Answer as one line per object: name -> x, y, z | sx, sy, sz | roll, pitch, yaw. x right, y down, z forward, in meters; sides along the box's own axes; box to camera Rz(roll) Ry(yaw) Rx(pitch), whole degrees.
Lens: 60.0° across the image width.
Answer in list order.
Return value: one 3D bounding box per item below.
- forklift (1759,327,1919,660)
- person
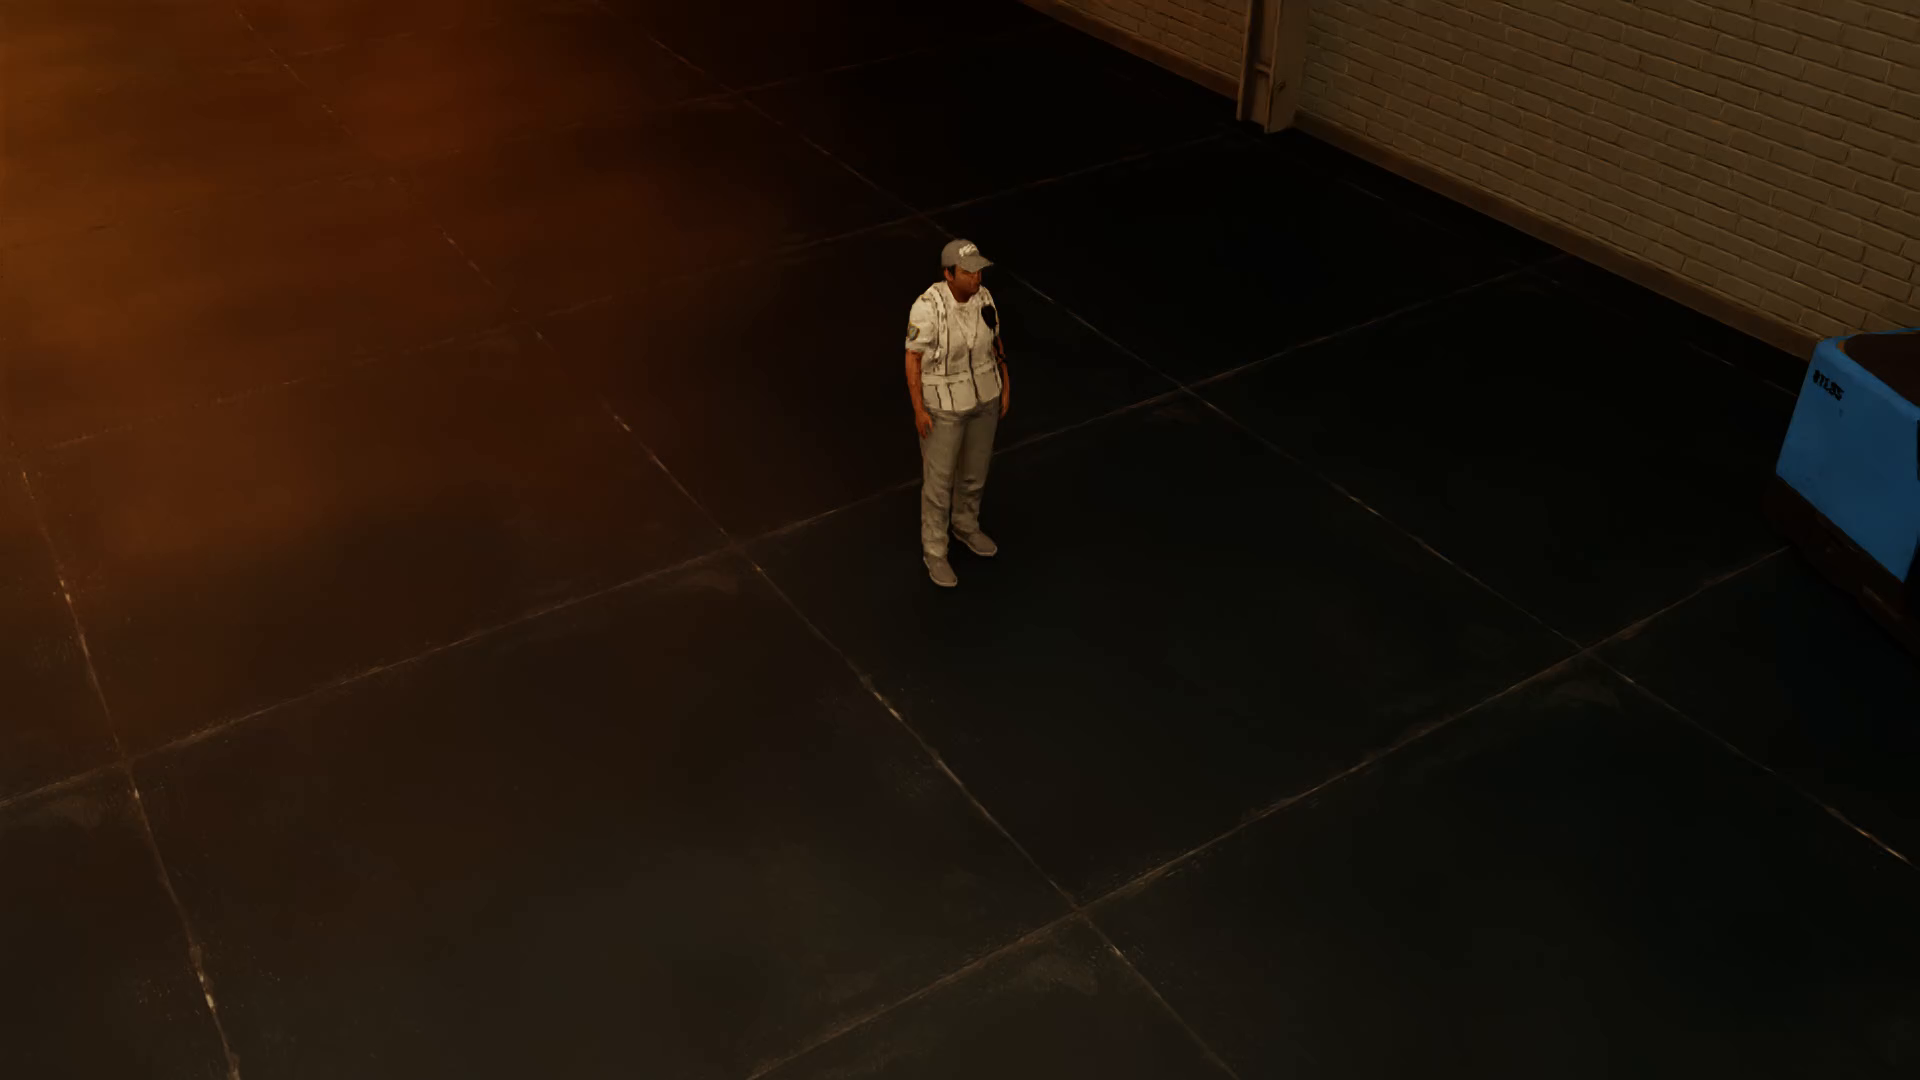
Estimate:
forklift -> 5.061, -0.559, 6.943 | 1.130, 2.935, 3.031 | -8, 36, -11
person -> 0.023, -0.644, 8.151 | 0.598, 1.669, 0.529 | -21, 40, -27
